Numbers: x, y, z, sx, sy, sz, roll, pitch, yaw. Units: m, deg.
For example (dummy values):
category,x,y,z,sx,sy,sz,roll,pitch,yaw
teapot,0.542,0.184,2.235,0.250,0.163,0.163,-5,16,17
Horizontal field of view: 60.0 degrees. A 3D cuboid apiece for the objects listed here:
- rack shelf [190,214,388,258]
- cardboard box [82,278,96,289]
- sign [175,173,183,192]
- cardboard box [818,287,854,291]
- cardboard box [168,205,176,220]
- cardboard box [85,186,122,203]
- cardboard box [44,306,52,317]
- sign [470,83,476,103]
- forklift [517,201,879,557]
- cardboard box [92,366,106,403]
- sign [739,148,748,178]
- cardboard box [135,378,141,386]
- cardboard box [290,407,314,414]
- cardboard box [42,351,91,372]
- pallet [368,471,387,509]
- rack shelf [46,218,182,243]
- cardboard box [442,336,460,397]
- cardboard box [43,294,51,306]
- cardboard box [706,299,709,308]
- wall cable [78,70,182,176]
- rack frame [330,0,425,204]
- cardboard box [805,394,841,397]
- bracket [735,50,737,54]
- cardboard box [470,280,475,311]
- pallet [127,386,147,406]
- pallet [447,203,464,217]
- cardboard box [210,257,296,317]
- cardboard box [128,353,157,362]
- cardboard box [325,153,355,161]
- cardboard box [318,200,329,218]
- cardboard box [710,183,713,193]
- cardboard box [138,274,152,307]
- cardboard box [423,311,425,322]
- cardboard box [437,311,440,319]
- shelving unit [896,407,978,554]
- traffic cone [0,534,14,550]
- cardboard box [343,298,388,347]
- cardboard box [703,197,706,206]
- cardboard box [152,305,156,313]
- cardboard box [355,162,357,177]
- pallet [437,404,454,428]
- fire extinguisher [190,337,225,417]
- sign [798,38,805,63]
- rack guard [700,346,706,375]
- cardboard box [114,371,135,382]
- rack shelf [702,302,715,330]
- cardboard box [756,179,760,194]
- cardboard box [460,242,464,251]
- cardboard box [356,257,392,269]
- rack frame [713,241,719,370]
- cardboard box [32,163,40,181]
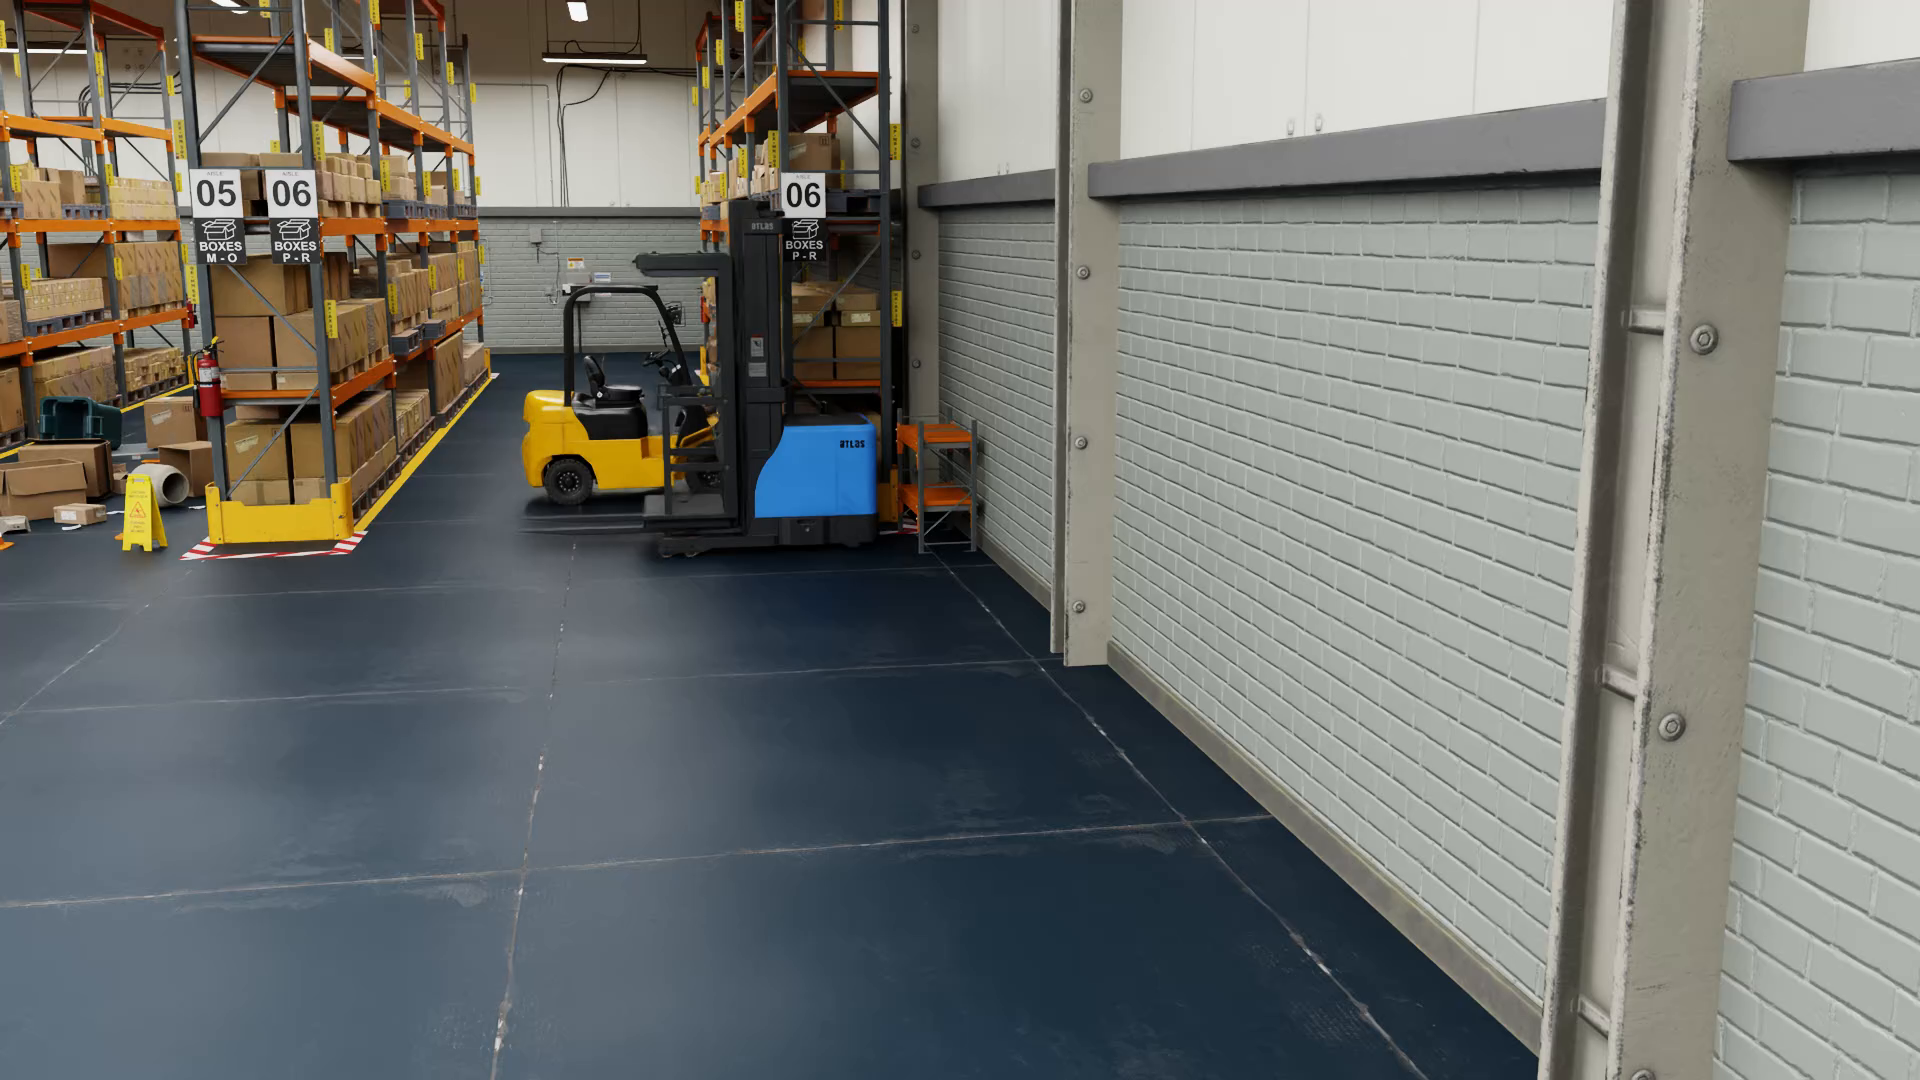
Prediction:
category,x,y,z,sx,sy,sz,roll,pitch,yaw
rack shelf,-6.393,-2.963,16.145,1.077,0.370,4.000,-2,11,-11
cardboard box,-12.851,-3.738,24.272,0.380,0.149,0.250,-2,11,-13
sign,-13.403,-6.137,28.529,0.100,0.325,0.005,-2,11,-11
cardboard box,-1.264,-2.526,17.146,0.380,0.149,0.250,-2,11,-11
cardboard box,-13.603,-5.538,28.152,0.500,0.250,0.500,-2,11,-12
cardboard box,-13.032,-5.221,25.148,0.500,0.250,0.500,-2,11,-9
cardboard box,-12.444,-3.066,22.329,0.380,0.149,0.250,-2,11,-8
sign,-8.581,-7.873,29.283,0.100,0.325,0.005,-2,11,-11
forklift,-2.260,-1.402,14.222,3.031,2.935,1.130,-2,11,-10
cardboard box,-12.683,-2.236,23.986,0.500,0.500,0.500,-2,11,-12
sign,-2.444,-4.252,18.766,0.100,0.325,0.005,-2,11,-11
cardboard box,-13.080,-2.456,26.077,0.380,0.149,0.250,-2,11,-11
cardboard box,-6.611,-1.026,16.291,0.500,0.500,0.500,-2,11,-12
cardboard box,-12.577,-2.507,23.402,0.500,0.250,0.500,-3,11,-14
pallet,-6.376,-0.494,16.728,1.003,0.211,1.213,-2,11,-11
rack shelf,-13.562,-4.966,26.665,1.077,0.370,4.000,-2,11,-11
cardboard box,-7.955,-2.564,24.703,0.875,0.875,0.875,-2,11,-9
cardboard box,-12.452,-3.215,22.318,0.380,0.149,0.250,-2,11,-11
cardboard box,-4.251,-4.160,29.204,0.380,0.149,0.250,-2,11,-13
wall cable,-16.555,-9.740,33.201,2.277,5.999,0.120,-2,11,-11
rack frame,-7.560,-5.891,21.579,1.000,3.000,0.127,-2,11,-11
cardboard box,-1.430,-1.469,17.949,0.500,0.250,0.500,-2,11,-11
bracket,-4.860,-10.410,35.698,0.076,0.066,5.218,-2,11,-11
cardboard box,-8.456,-4.100,27.950,0.500,0.500,0.500,-2,11,-9
pallet,-13.339,-2.231,25.853,1.003,0.211,1.213,-2,11,-11
pallet,-8.486,-5.258,26.513,1.003,0.211,1.213,-2,11,-11
cardboard box,-6.317,-2.249,14.751,0.700,0.500,0.500,-2,11,-12
cardboard box,-13.395,-2.982,27.252,0.380,0.149,0.250,-3,11,-13
cardboard box,-7.019,-4.164,18.467,0.500,0.250,0.500,-2,11,-10
cardboard box,-5.750,-2.899,14.556,0.380,0.149,0.250,-2,11,-11
cardboard box,-3.636,-5.399,25.503,0.380,0.149,0.250,-2,11,-12
cardboard box,-13.189,-3.958,26.407,0.500,0.500,0.500,-2,11,-12
cardboard box,-7.008,-2.837,21.131,0.380,0.149,0.250,-3,11,-14
cardboard box,-7.525,-3.062,23.165,0.500,0.250,0.500,-2,11,-13
shelving unit,-0.210,-0.543,14.538,0.538,1.125,1.048,-2,11,-12
traffic cone,-8.375,-0.159,14.297,0.336,0.463,0.334,-2,11,-11
cardboard box,-6.451,-2.333,17.868,0.500,0.500,0.500,-2,11,-12
cardboard box,-4.223,-5.860,29.046,0.500,0.250,0.500,-2,11,-13
cardboard box,-13.447,-3.800,27.311,0.380,0.149,0.250,-3,11,-13
cardboard box,-6.187,-3.666,16.453,0.380,0.149,0.250,-2,11,-10
pallet,-7.639,-1.721,23.175,1.003,0.211,1.213,-2,11,-11
fire extinguisher,-6.433,-1.401,14.240,0.296,0.674,0.183,-2,11,-11
sign,-2.148,-6.629,22.539,0.100,0.325,0.005,-2,11,-11
rack guard,-4.233,-3.350,30.961,1.175,0.500,0.348,-2,11,-11
cardboard box,-12.930,-2.509,25.561,0.380,0.149,0.250,-2,11,-8
rack shelf,-3.858,-3.872,28.941,1.077,0.370,4.000,-2,11,-11
cardboard box,-1.975,-3.763,17.701,0.380,0.149,0.250,-2,11,-9
cardboard box,-8.313,-4.793,27.180,0.380,0.149,0.250,-2,11,-13
cardboard box,-7.917,-3.569,22.486,0.500,0.500,0.500,-2,11,-13
rack frame,-3.469,-3.859,26.947,1.000,3.000,0.127,-2,11,-11
cardboard box,-12.392,-4.868,21.913,0.396,0.266,0.258,-2,11,-11
